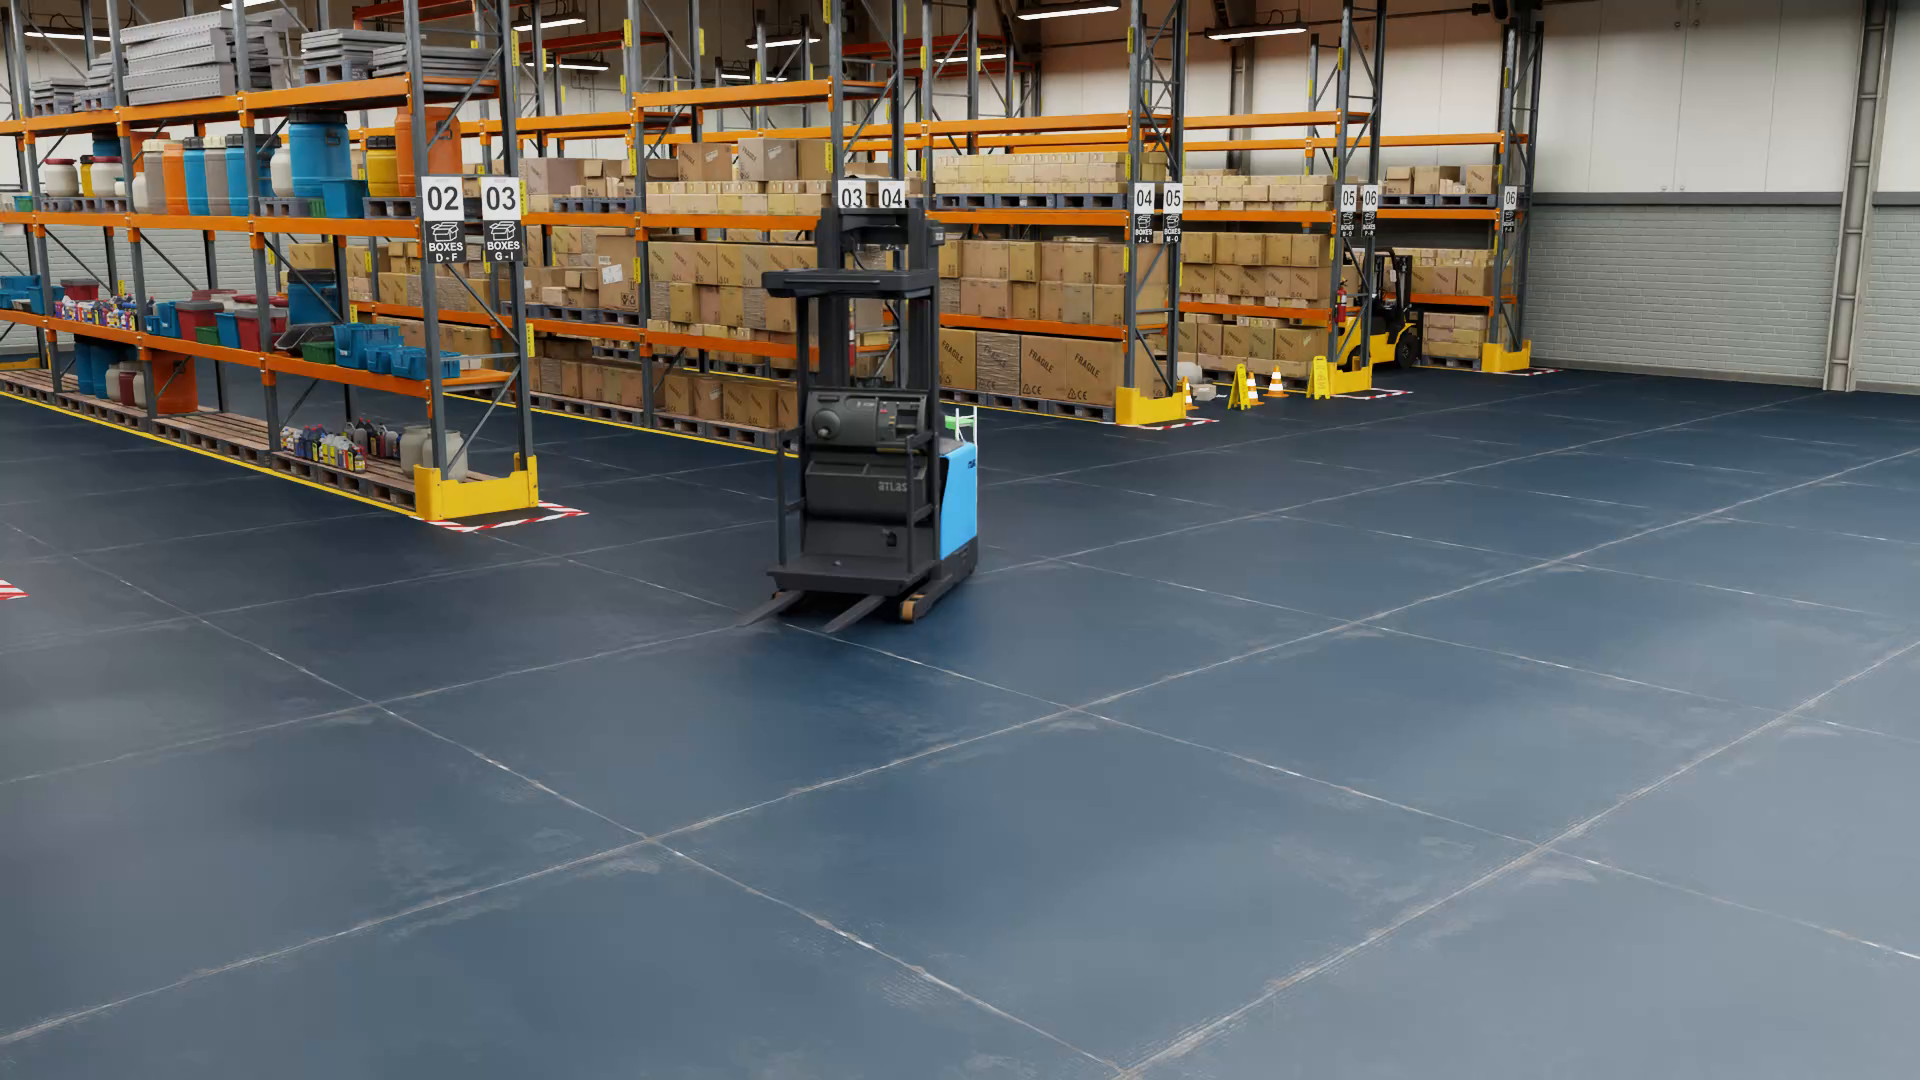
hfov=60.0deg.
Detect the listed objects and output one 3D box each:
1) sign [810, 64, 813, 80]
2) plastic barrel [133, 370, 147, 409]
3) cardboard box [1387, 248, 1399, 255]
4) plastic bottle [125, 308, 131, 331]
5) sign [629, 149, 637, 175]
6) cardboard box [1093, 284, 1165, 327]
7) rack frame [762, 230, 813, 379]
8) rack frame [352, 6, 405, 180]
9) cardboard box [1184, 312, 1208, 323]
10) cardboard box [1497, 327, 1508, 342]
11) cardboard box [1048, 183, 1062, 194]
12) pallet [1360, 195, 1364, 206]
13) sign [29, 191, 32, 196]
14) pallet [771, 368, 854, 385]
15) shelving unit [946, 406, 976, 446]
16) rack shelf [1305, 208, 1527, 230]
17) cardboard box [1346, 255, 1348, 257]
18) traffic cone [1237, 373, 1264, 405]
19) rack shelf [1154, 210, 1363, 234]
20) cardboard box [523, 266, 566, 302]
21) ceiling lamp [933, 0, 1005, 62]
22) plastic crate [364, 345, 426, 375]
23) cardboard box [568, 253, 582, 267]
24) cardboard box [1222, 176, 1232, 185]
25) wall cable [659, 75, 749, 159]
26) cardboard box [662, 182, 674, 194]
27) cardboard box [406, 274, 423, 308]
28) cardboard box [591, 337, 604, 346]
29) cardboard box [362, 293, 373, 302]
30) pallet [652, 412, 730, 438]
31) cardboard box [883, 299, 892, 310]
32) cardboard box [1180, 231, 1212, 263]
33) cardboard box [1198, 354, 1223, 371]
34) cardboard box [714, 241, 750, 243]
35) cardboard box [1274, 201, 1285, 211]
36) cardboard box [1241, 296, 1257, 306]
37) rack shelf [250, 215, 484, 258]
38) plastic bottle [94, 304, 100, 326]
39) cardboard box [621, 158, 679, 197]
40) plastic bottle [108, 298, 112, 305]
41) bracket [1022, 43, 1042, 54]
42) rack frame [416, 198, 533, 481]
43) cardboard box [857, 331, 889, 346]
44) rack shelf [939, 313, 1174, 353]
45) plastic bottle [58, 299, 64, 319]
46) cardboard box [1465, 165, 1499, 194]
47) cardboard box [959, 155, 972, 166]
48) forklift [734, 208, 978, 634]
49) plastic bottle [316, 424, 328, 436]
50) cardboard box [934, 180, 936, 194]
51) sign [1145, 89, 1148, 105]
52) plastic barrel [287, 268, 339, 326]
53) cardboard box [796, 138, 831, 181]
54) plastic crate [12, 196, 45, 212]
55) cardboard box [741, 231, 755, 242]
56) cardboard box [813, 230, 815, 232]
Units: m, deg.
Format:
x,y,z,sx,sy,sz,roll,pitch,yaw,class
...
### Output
x,y,z,sx,sy,sz,roll,pitch,yaw,class
-2.513,-7.834,27.927,0.100,0.325,0.005,-11,16,-43,sign
-10.956,-2.042,22.514,0.421,0.512,0.421,0,12,0,plastic barrel
8.086,-5.309,30.655,0.380,0.149,0.250,-11,16,-42,cardboard box
-10.898,-2.892,21.804,0.061,0.283,0.133,-11,16,-43,plastic bottle
-4.205,-4.860,21.375,0.100,0.325,0.005,-11,16,-43,sign
2.324,-3.236,22.814,0.875,0.550,0.550,-11,16,-43,cardboard box
-2.912,-4.283,28.264,1.000,3.000,0.127,-11,16,-43,rack frame
-9.331,-7.128,27.209,1.000,3.000,0.127,-11,16,-43,rack frame
3.972,-3.722,27.852,0.380,0.149,0.250,-10,15,-40,cardboard box
9.536,-3.713,30.035,0.500,0.250,0.500,-11,16,-42,cardboard box
1.435,-4.866,22.995,0.380,0.149,0.250,-11,16,-43,cardboard box
7.556,-6.400,31.330,1.003,0.211,1.213,-11,16,-43,pallet
-15.289,-5.580,27.389,0.100,0.325,0.005,-11,16,-43,sign
-2.422,-2.791,27.936,1.003,0.211,1.213,-11,16,-43,pallet
-0.114,-0.612,14.908,0.258,1.200,0.503,-11,16,-43,shelving unit
8.330,-5.920,30.564,1.077,0.370,4.000,-11,16,-43,rack shelf
7.358,-5.307,31.383,0.380,0.149,0.250,-11,16,-43,cardboard box
4.325,-2.256,24.713,0.336,0.463,0.334,-11,16,-43,traffic cone
4.742,-5.228,27.204,1.077,0.370,4.000,-11,16,-43,rack shelf
-6.167,-3.788,24.573,0.500,0.500,0.500,9,15,38,cardboard box
0.413,-11.632,34.603,0.800,3.185,2.000,-11,16,-43,ceiling lamp
-5.633,-1.802,16.595,0.499,0.251,0.408,-11,16,-43,plastic crate
-7.253,-5.319,32.312,0.500,0.500,0.500,11,16,44,cardboard box
4.476,-5.833,27.003,0.380,0.149,0.250,-10,16,-41,cardboard box
-6.471,-10.389,42.945,2.988,3.039,0.133,-11,16,-43,wall cable
-3.572,-4.494,21.239,0.250,0.149,0.380,11,16,42,cardboard box
-8.501,-3.991,26.599,0.500,0.500,0.500,11,16,44,cardboard box
-6.906,-3.836,32.124,0.380,0.149,0.250,-11,16,-43,cardboard box
-9.779,-4.066,27.834,0.380,0.149,0.250,-11,16,-42,cardboard box
-3.317,-1.563,21.977,1.003,0.211,1.213,-11,16,-43,pallet
-1.052,-3.860,25.967,0.500,0.500,0.500,-11,16,-43,cardboard box
3.845,-4.916,27.875,0.700,0.500,0.500,-11,16,-42,cardboard box
4.318,-2.985,27.740,0.500,0.250,0.500,-11,16,-43,cardboard box
-2.950,-3.607,21.521,0.500,0.500,0.500,-11,16,-43,cardboard box
5.193,-5.300,26.393,0.380,0.149,0.250,-11,16,-42,cardboard box
4.776,-3.898,27.021,0.380,0.149,0.250,-11,16,-43,cardboard box
-6.008,-3.157,17.151,1.077,0.370,4.000,-11,16,-43,rack shelf
-11.748,-3.072,22.676,0.061,0.283,0.133,-11,16,-43,plastic bottle
-4.059,-4.830,22.192,0.637,0.503,0.797,11,16,42,cardboard box
-12.407,-3.426,24.416,0.152,0.276,0.135,-11,16,-43,plastic bottle
1.625,-11.082,37.478,0.235,0.232,0.430,-11,16,-43,bracket
-4.626,-1.748,15.964,1.000,3.000,0.127,-11,16,-43,rack frame
-1.069,-2.390,19.703,0.380,0.149,0.250,-11,16,-43,cardboard box
1.232,-3.055,24.087,1.077,0.370,4.000,-11,16,-43,rack shelf
-12.877,-3.310,23.833,0.061,0.283,0.133,-11,16,-43,plastic bottle
9.229,-6.315,29.160,0.500,0.500,0.500,-10,15,-41,cardboard box
0.208,-5.516,24.173,0.380,0.149,0.250,-11,16,-43,cardboard box
-0.756,-0.924,12.131,1.130,2.935,3.031,3,12,16,forklift
-7.027,-1.095,18.265,0.144,0.351,0.185,-11,16,-43,plastic bottle
-0.386,-5.480,25.686,0.258,0.266,0.396,-11,16,-43,cardboard box
3.800,-9.037,33.962,0.100,0.325,0.005,-11,16,-43,sign
-7.436,-2.676,19.225,0.600,0.901,0.708,-11,16,-43,plastic barrel
-1.874,-4.602,20.155,0.500,0.500,0.500,-11,16,-43,cardboard box
-13.773,-4.975,24.608,0.416,0.233,0.300,-11,16,-43,plastic crate
-4.439,-6.509,36.346,0.500,0.500,0.500,11,16,44,cardboard box
-2.875,-6.519,34.787,0.380,0.149,0.250,-11,16,-42,cardboard box
